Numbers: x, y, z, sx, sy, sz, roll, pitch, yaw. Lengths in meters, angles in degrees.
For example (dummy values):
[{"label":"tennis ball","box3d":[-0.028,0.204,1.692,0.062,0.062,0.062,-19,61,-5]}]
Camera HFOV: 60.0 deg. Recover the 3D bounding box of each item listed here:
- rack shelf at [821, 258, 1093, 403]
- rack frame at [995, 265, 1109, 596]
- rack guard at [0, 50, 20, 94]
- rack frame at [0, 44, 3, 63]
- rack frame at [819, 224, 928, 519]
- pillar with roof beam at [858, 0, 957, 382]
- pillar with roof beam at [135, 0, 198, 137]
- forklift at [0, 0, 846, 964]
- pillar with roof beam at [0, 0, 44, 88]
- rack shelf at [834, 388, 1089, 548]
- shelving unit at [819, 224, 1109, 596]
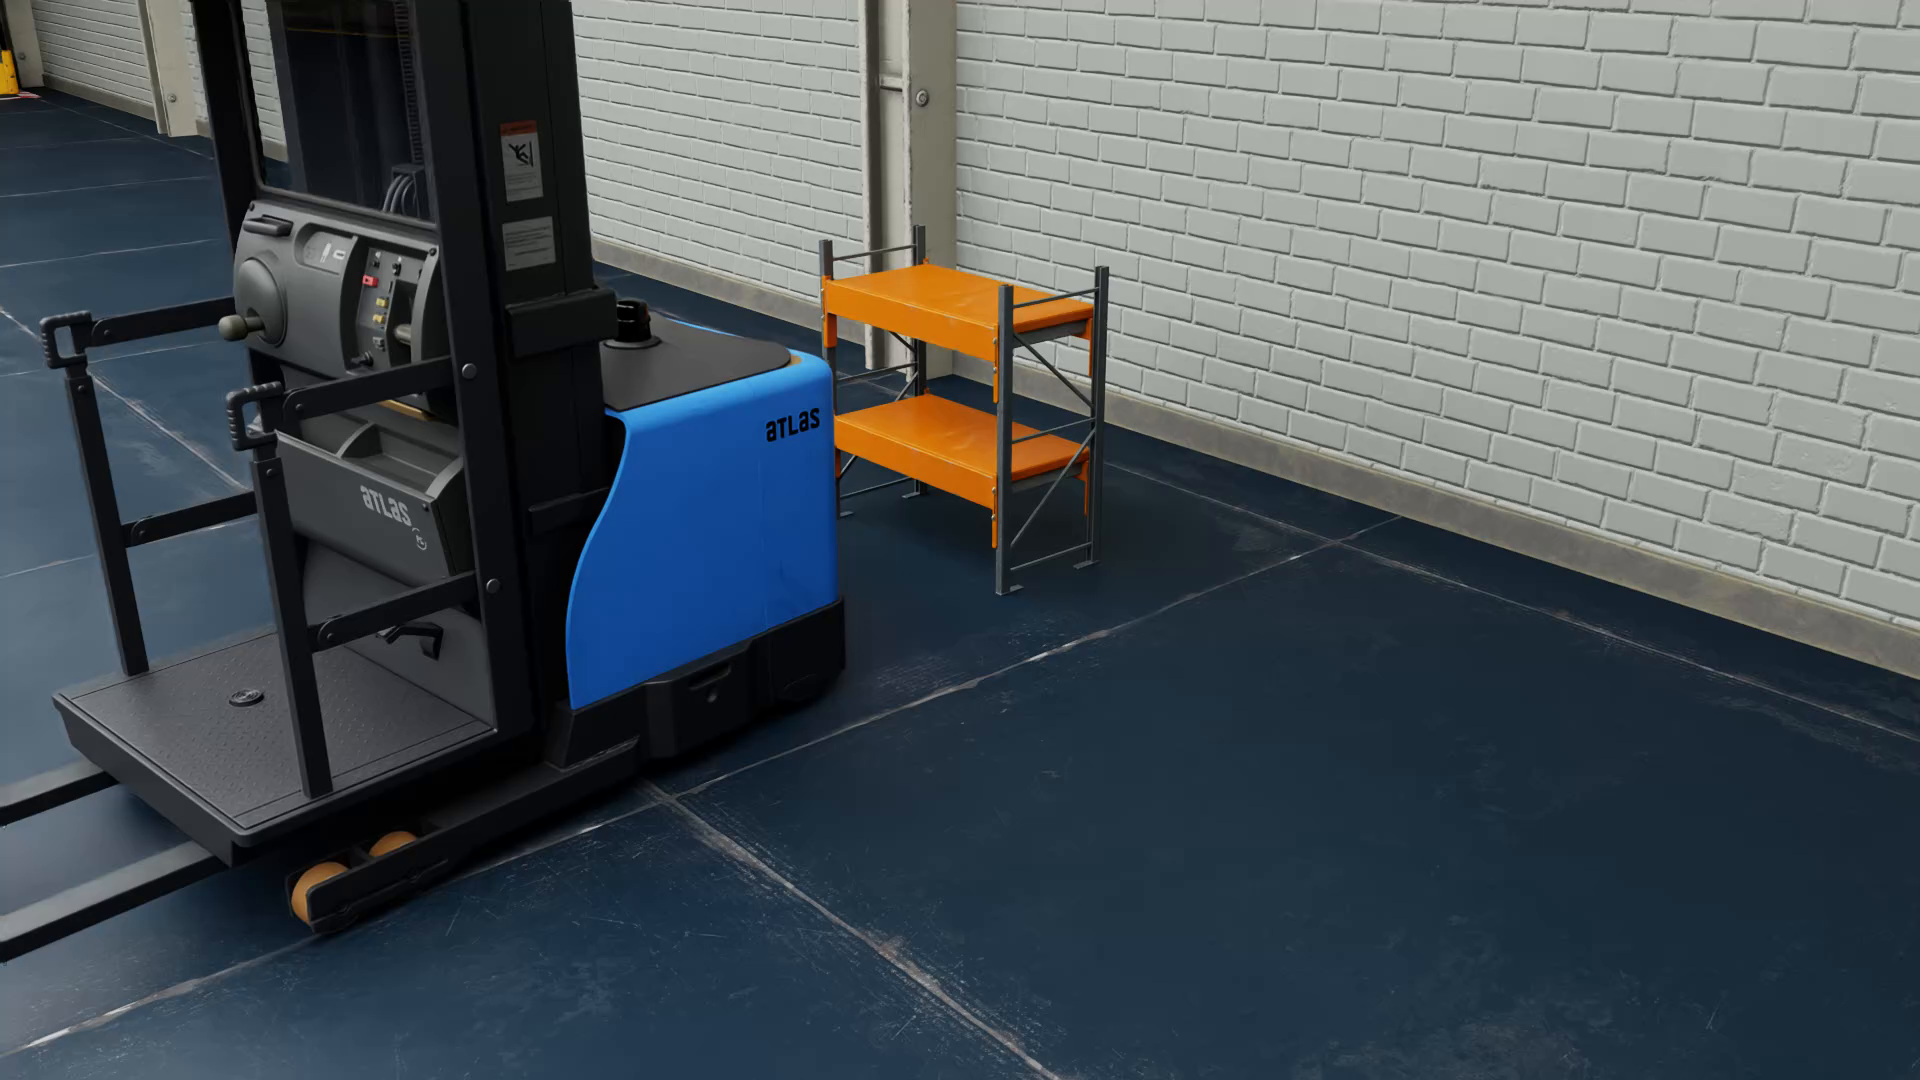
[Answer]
[{"label":"rack shelf","box3d":[-0.004,-0.798,6.177,0.538,0.278,1.000,-17,27,-37]},{"label":"rack frame","box3d":[0.327,-0.385,5.925,0.500,1.125,0.032,-17,27,-37]},{"label":"rack guard","box3d":[-12.220,-5.689,20.325,1.175,0.500,0.348,-17,27,-37]},{"label":"rack frame","box3d":[-12.236,-6.860,19.886,1.000,3.000,0.127,-17,27,-37]},{"label":"rack frame","box3d":[-0.336,-0.666,6.642,0.500,1.125,0.032,-17,27,-37]},{"label":"pillar with roof beam","box3d":[-3.519,-4.062,4.517,9.100,9.000,0.400,-17,27,-37]},{"label":"pillar with roof beam","box3d":[-11.352,-7.378,12.982,9.100,9.000,0.400,-17,27,-37]},{"label":"forklift","box3d":[-1.718,-0.618,4.044,1.130,2.935,3.031,18,28,38]},{"label":"pillar with roof beam","box3d":[-15.269,-9.036,17.214,9.100,9.000,0.400,-17,27,-37]},{"label":"rack shelf","box3d":[-0.004,-0.298,6.373,0.538,0.278,1.000,-17,27,-37]},{"label":"shelving unit","box3d":[-0.004,-0.526,6.284,0.538,1.125,1.048,-17,27,-37]}]
